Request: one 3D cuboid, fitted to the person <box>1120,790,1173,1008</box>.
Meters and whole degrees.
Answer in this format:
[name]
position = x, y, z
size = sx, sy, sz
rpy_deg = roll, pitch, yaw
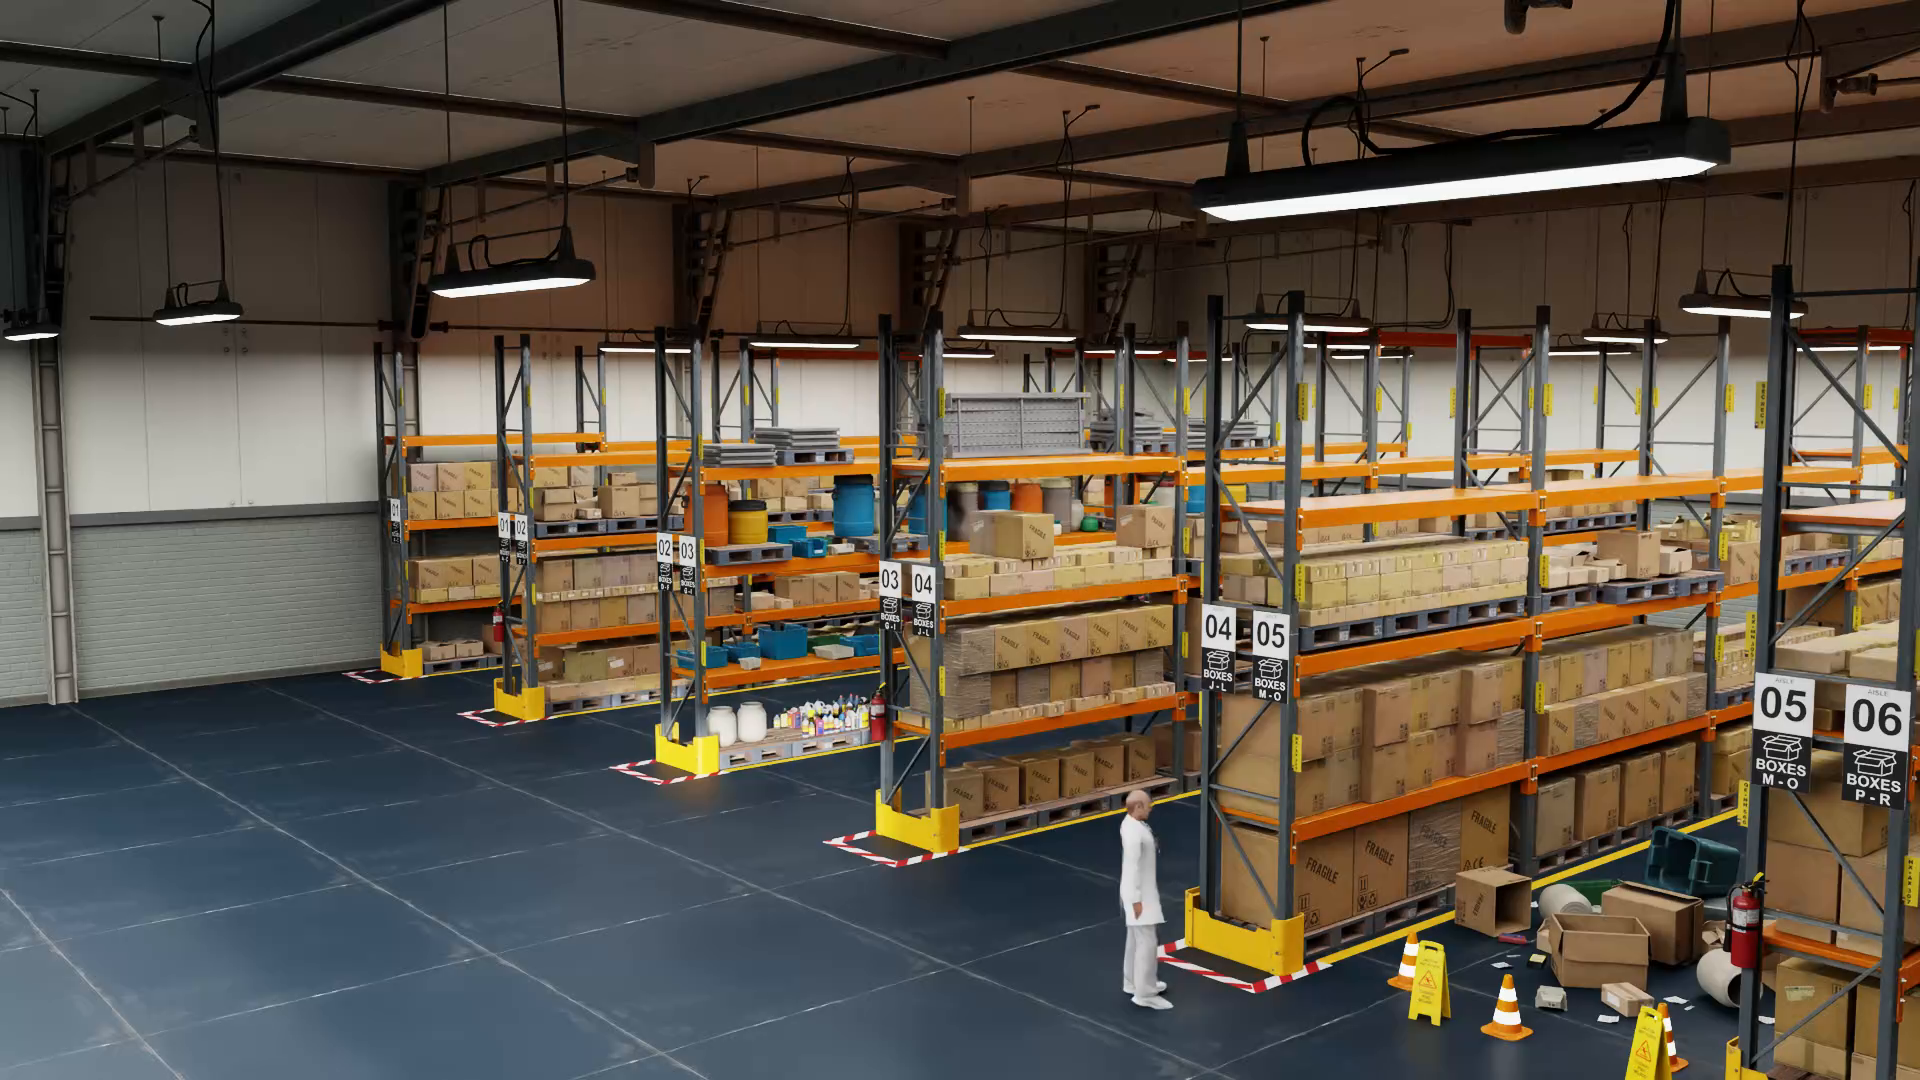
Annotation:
[person]
position = 1.581, 3.021, 14.099
size = 0.447, 1.827, 0.612
rpy_deg = 0, 5, 1
